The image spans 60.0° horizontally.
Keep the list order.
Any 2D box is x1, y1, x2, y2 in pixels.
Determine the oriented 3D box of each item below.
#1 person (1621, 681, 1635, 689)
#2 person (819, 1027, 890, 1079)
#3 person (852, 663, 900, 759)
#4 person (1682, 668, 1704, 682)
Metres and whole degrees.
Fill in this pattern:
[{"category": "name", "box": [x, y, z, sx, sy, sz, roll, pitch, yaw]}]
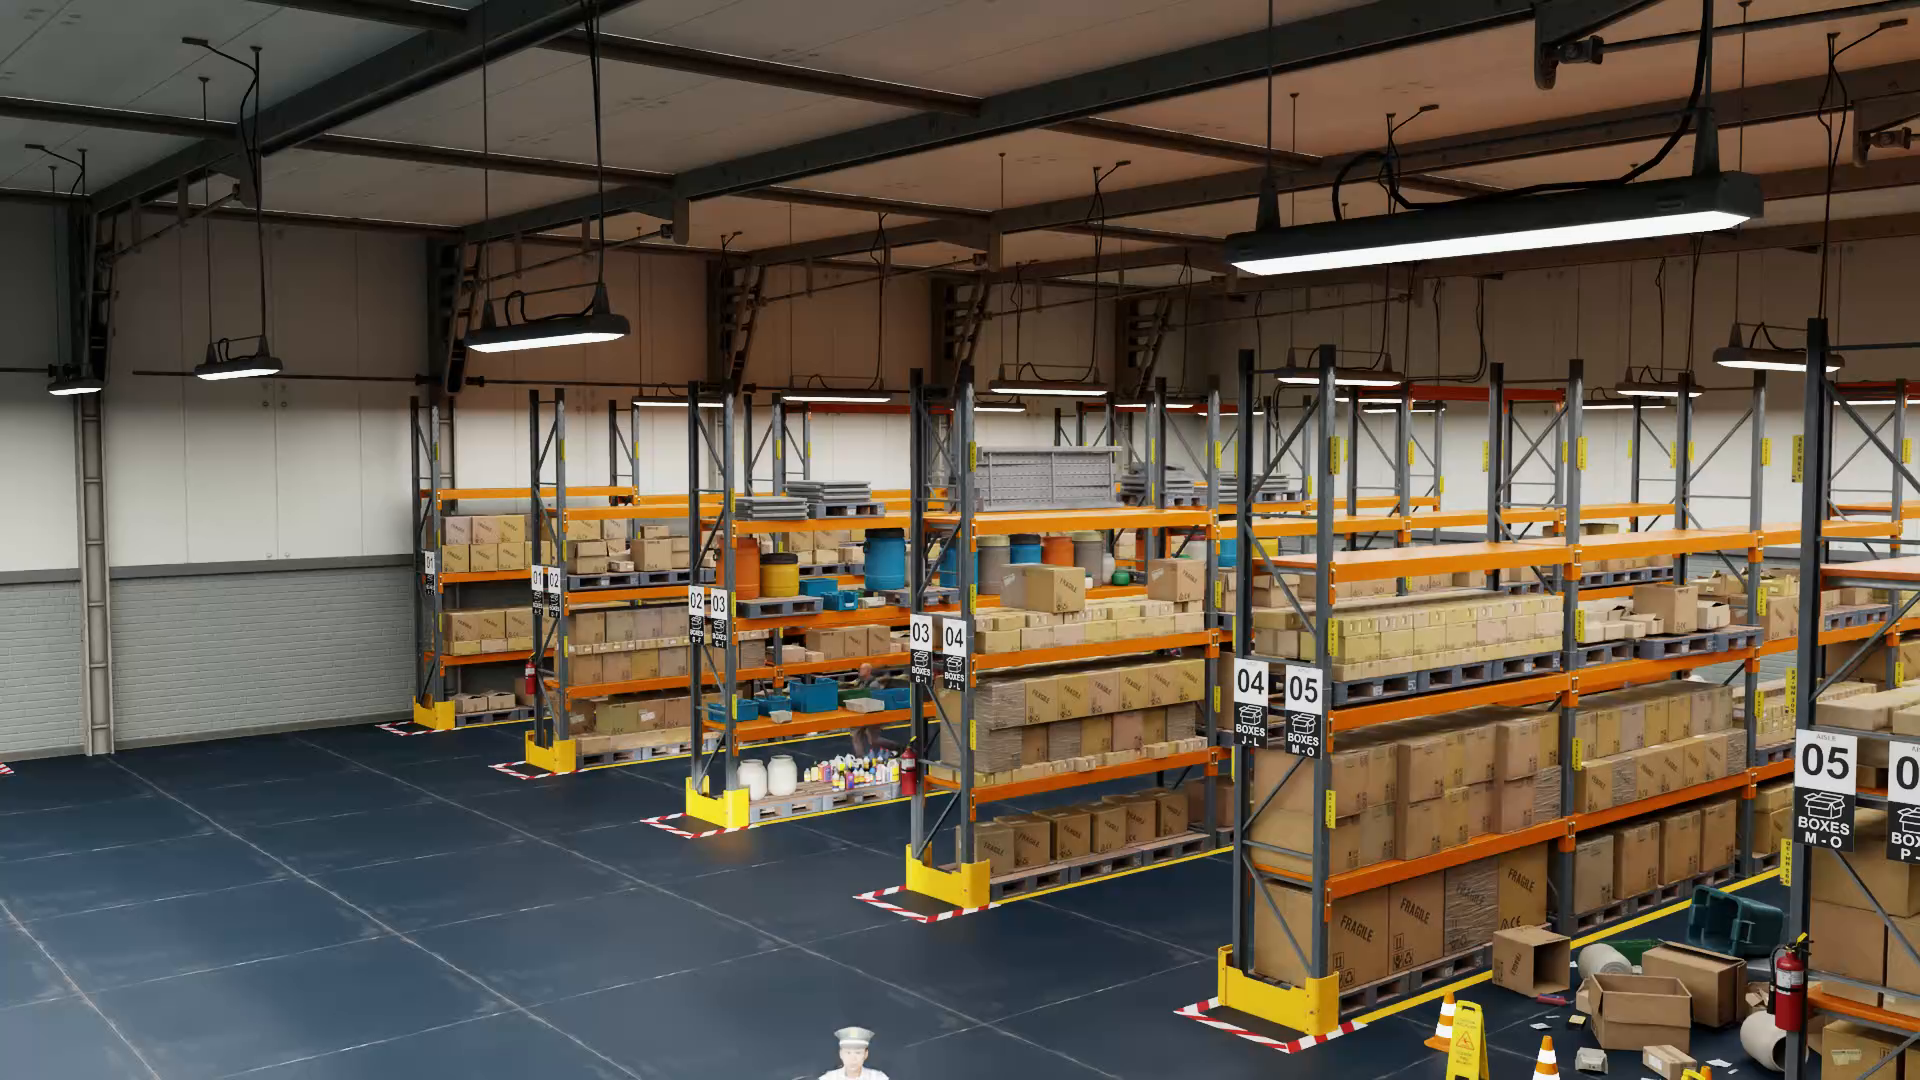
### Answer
[{"category": "person", "box": [10.191, 2.887, 25.182, 0.840, 1.546, 0.525, -2, 4, -35]}, {"category": "person", "box": [-0.649, 3.740, 10.059, 0.619, 1.651, 0.646, 0, 3, 1]}, {"category": "person", "box": [-1.377, 2.776, 26.220, 0.888, 1.704, 0.643, -3, 4, -38]}, {"category": "person", "box": [11.315, 2.711, 25.992, 0.936, 1.793, 0.677, -3, 5, -43]}]
